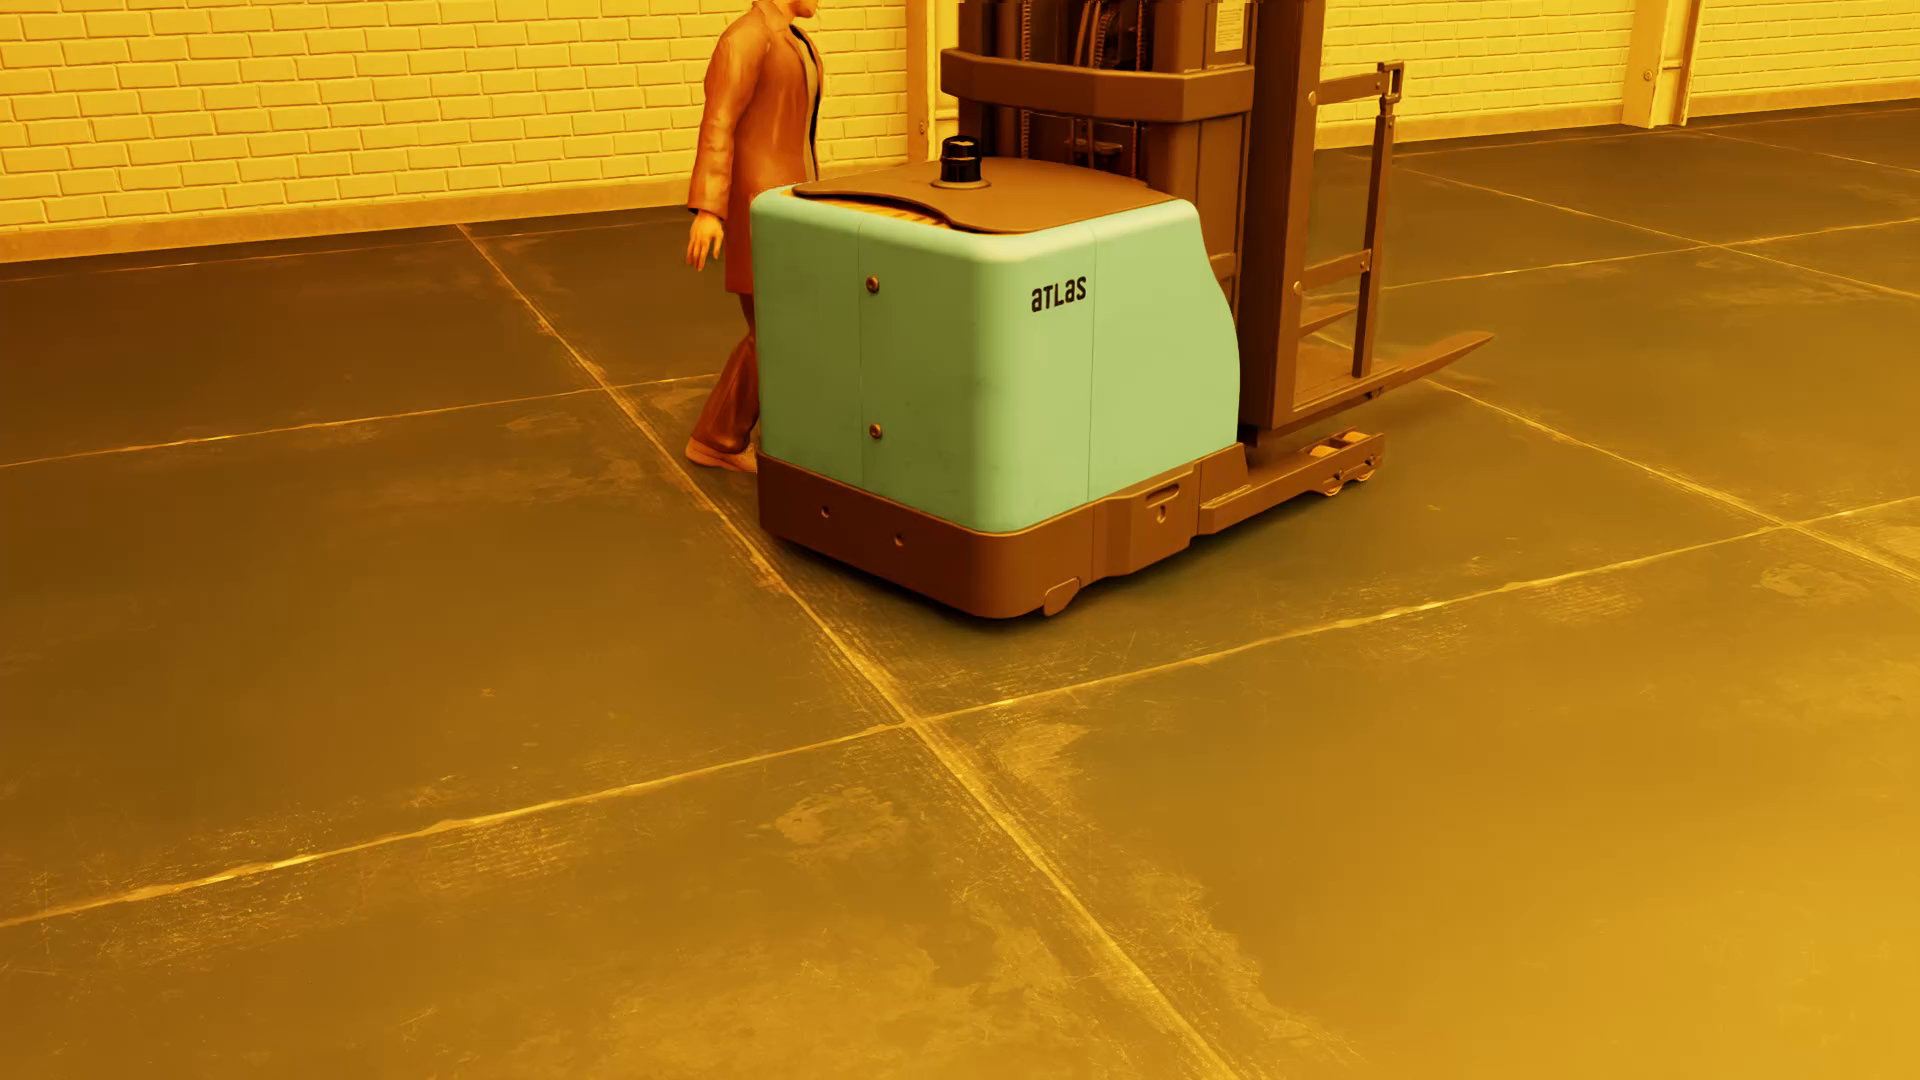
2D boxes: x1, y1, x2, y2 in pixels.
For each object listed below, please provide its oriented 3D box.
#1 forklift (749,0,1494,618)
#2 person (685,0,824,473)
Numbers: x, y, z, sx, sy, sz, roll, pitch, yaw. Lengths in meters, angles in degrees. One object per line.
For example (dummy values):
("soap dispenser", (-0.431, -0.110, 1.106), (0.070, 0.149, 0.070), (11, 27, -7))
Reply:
("forklift", (0.778, -1.618, 5.181), (1.130, 2.935, 3.031), (20, 30, 40))
("person", (-0.653, -1.078, 5.519), (0.523, 1.753, 0.931), (6, 23, 13))
